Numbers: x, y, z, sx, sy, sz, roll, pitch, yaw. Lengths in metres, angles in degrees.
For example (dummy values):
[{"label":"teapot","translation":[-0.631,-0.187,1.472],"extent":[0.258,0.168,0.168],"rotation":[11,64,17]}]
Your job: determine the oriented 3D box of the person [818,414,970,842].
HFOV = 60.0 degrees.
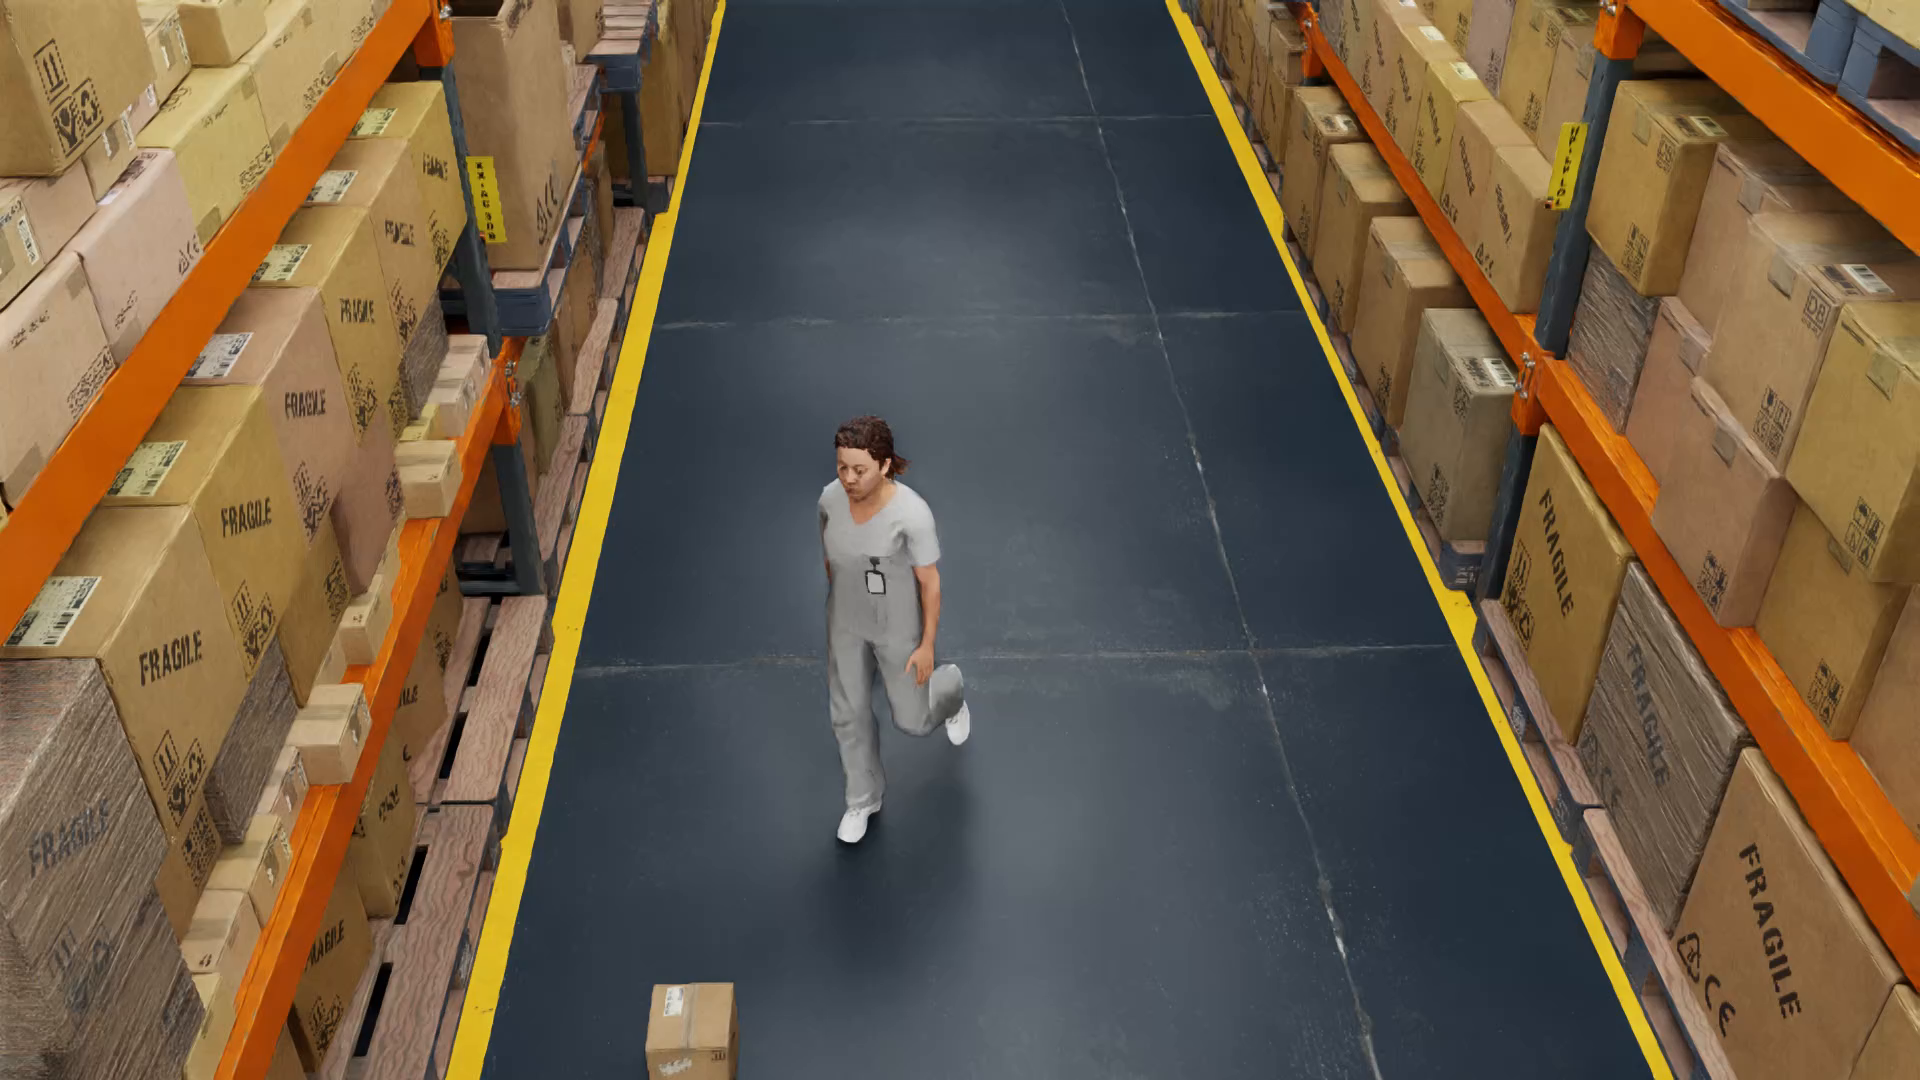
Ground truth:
[{"label":"person","translation":[-0.244,0.251,5.789],"extent":[0.474,1.651,0.758],"rotation":[14,38,19]}]
